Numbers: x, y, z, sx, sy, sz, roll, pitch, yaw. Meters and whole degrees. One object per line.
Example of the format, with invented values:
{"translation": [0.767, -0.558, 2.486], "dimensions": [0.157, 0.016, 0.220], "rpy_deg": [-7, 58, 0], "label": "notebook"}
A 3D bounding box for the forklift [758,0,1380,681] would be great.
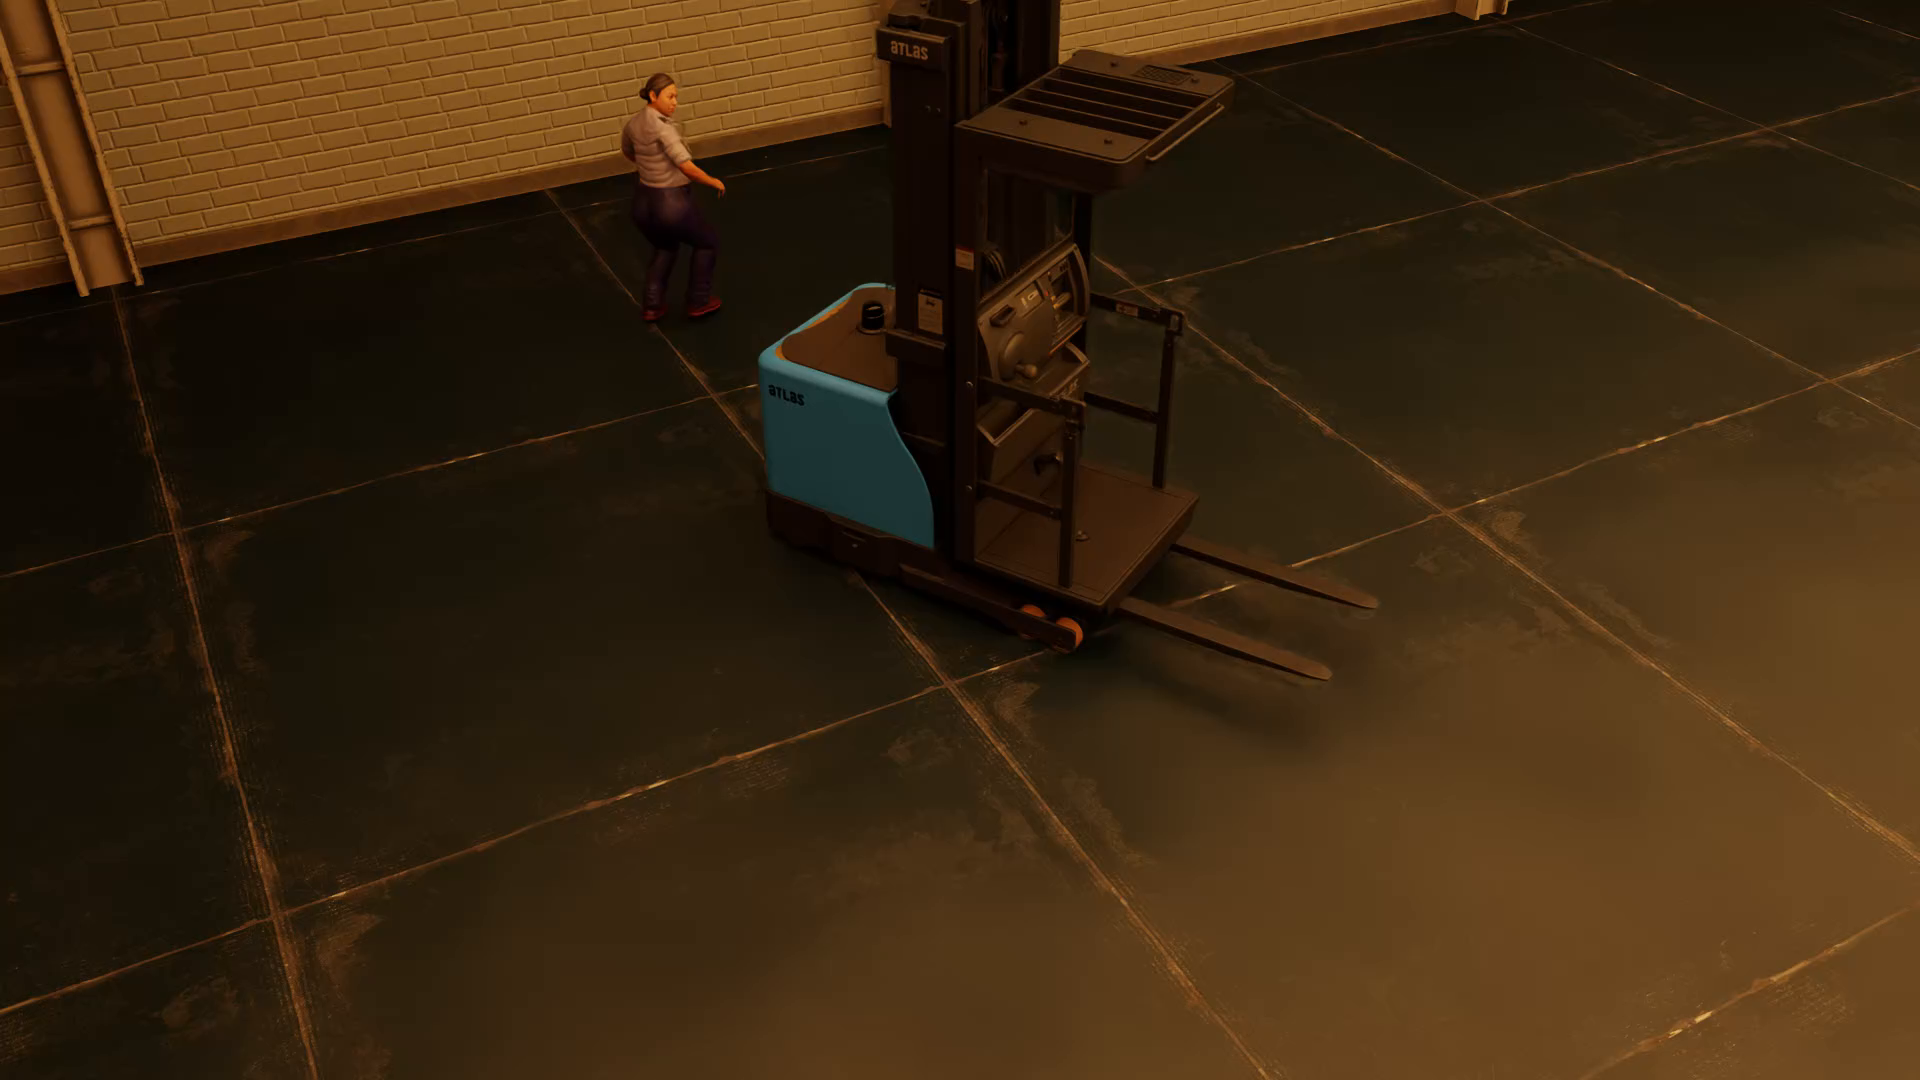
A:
{"translation": [0.521, -1.013, 7.556], "dimensions": [3.031, 2.935, 1.130], "rpy_deg": [19, 40, 25], "label": "forklift"}

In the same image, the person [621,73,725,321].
{"translation": [-1.782, -2.086, 10.275], "dimensions": [0.720, 1.603, 0.566], "rpy_deg": [23, 41, 29], "label": "person"}
